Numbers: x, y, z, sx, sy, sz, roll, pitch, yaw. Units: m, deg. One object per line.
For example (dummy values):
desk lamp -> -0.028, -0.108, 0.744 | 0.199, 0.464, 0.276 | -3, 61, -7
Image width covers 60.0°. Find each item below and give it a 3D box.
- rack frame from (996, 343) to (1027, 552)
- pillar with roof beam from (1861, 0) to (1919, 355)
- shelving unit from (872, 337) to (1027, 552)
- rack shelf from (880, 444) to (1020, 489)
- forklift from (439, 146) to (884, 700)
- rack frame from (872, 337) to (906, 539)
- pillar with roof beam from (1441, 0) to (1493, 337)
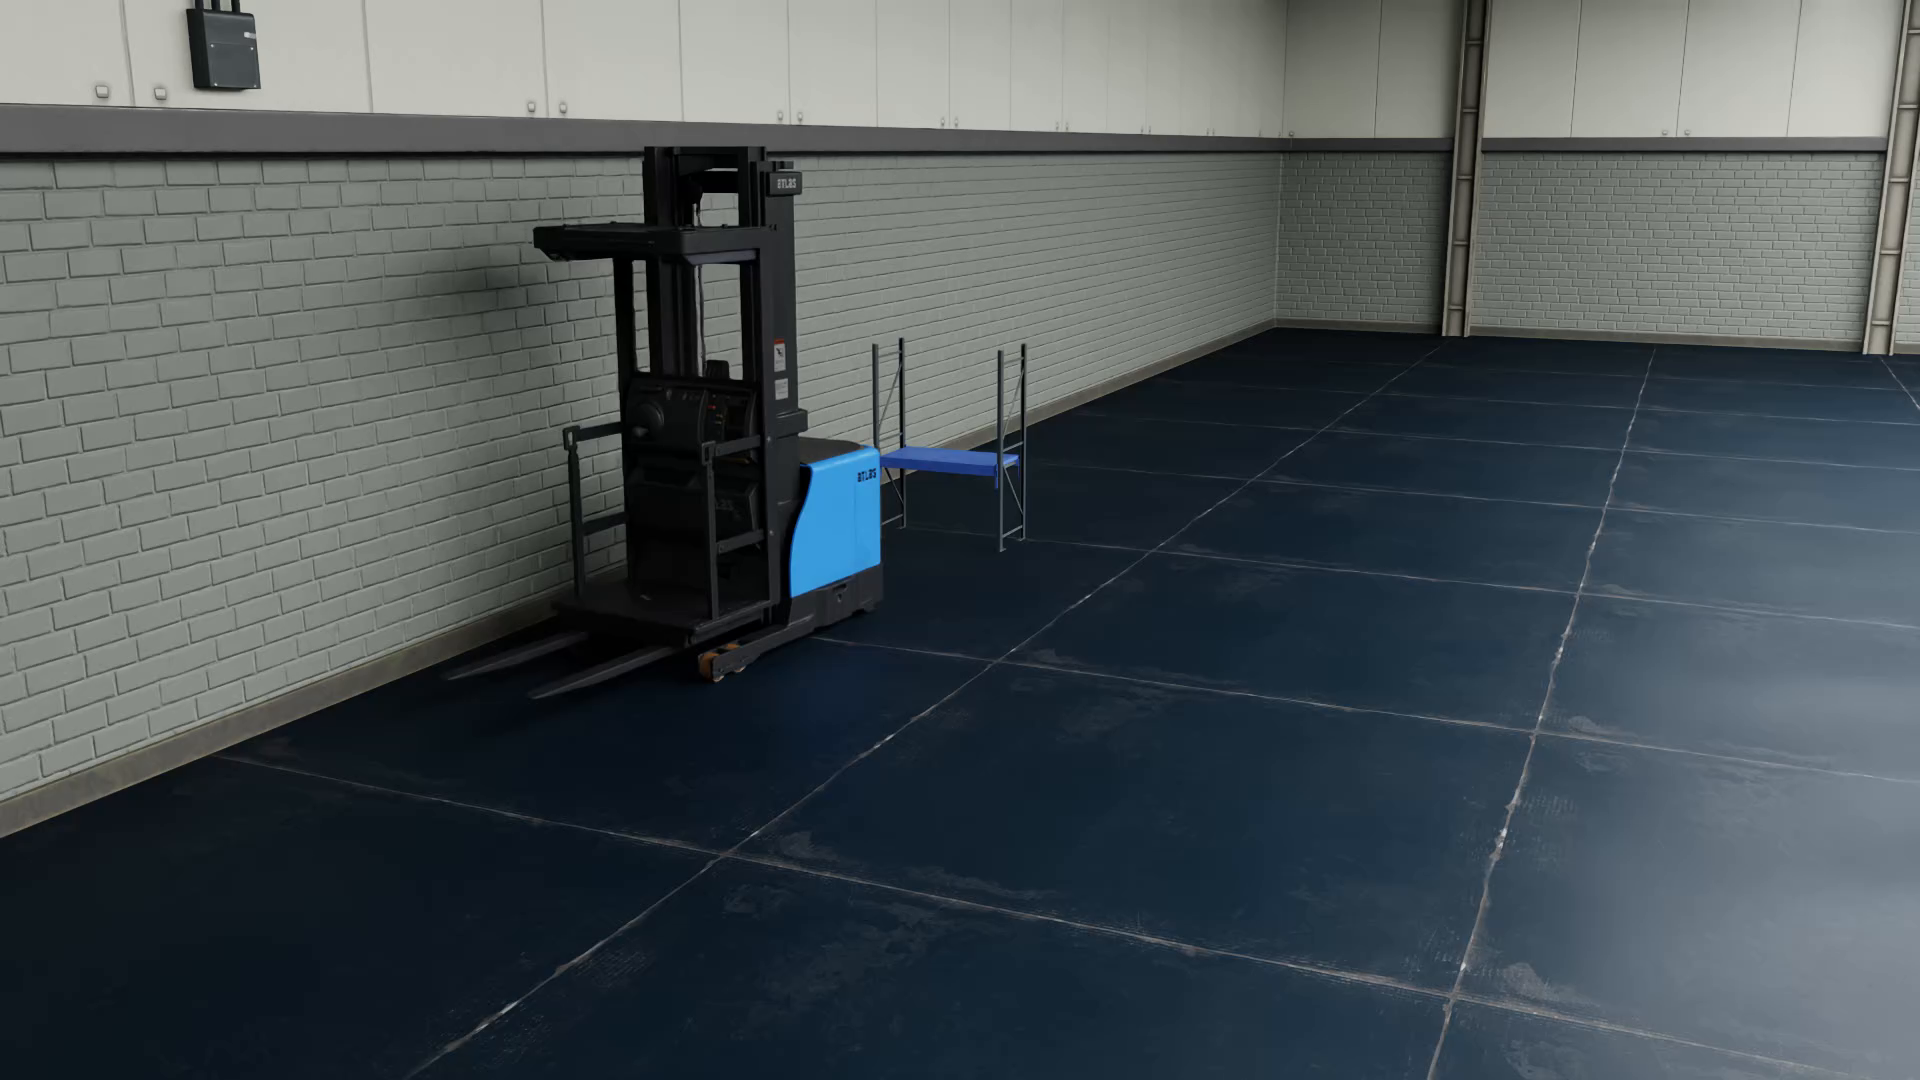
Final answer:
rack frame -> 0.387, -0.691, 12.417 | 0.032, 1.500, 0.500 | 6, 14, 23
pillar with roof beam -> 11.729, -6.223, 19.576 | 0.400, 9.000, 9.100 | 6, 14, 23
shelving unit -> -0.078, -0.738, 12.617 | 1.048, 1.500, 0.538 | 6, 14, 23
rack shelf -> -0.078, -0.563, 12.658 | 1.000, 0.185, 0.538 | 6, 14, 23
forklift -> -1.676, -0.748, 9.525 | 1.130, 2.935, 3.031 | 8, 15, 29
rack frame -> -0.543, -0.785, 12.818 | 0.032, 1.500, 0.500 | 6, 14, 23
pillar with roof beam -> 6.243, -6.778, 21.942 | 0.400, 9.000, 9.100 | 6, 14, 23
